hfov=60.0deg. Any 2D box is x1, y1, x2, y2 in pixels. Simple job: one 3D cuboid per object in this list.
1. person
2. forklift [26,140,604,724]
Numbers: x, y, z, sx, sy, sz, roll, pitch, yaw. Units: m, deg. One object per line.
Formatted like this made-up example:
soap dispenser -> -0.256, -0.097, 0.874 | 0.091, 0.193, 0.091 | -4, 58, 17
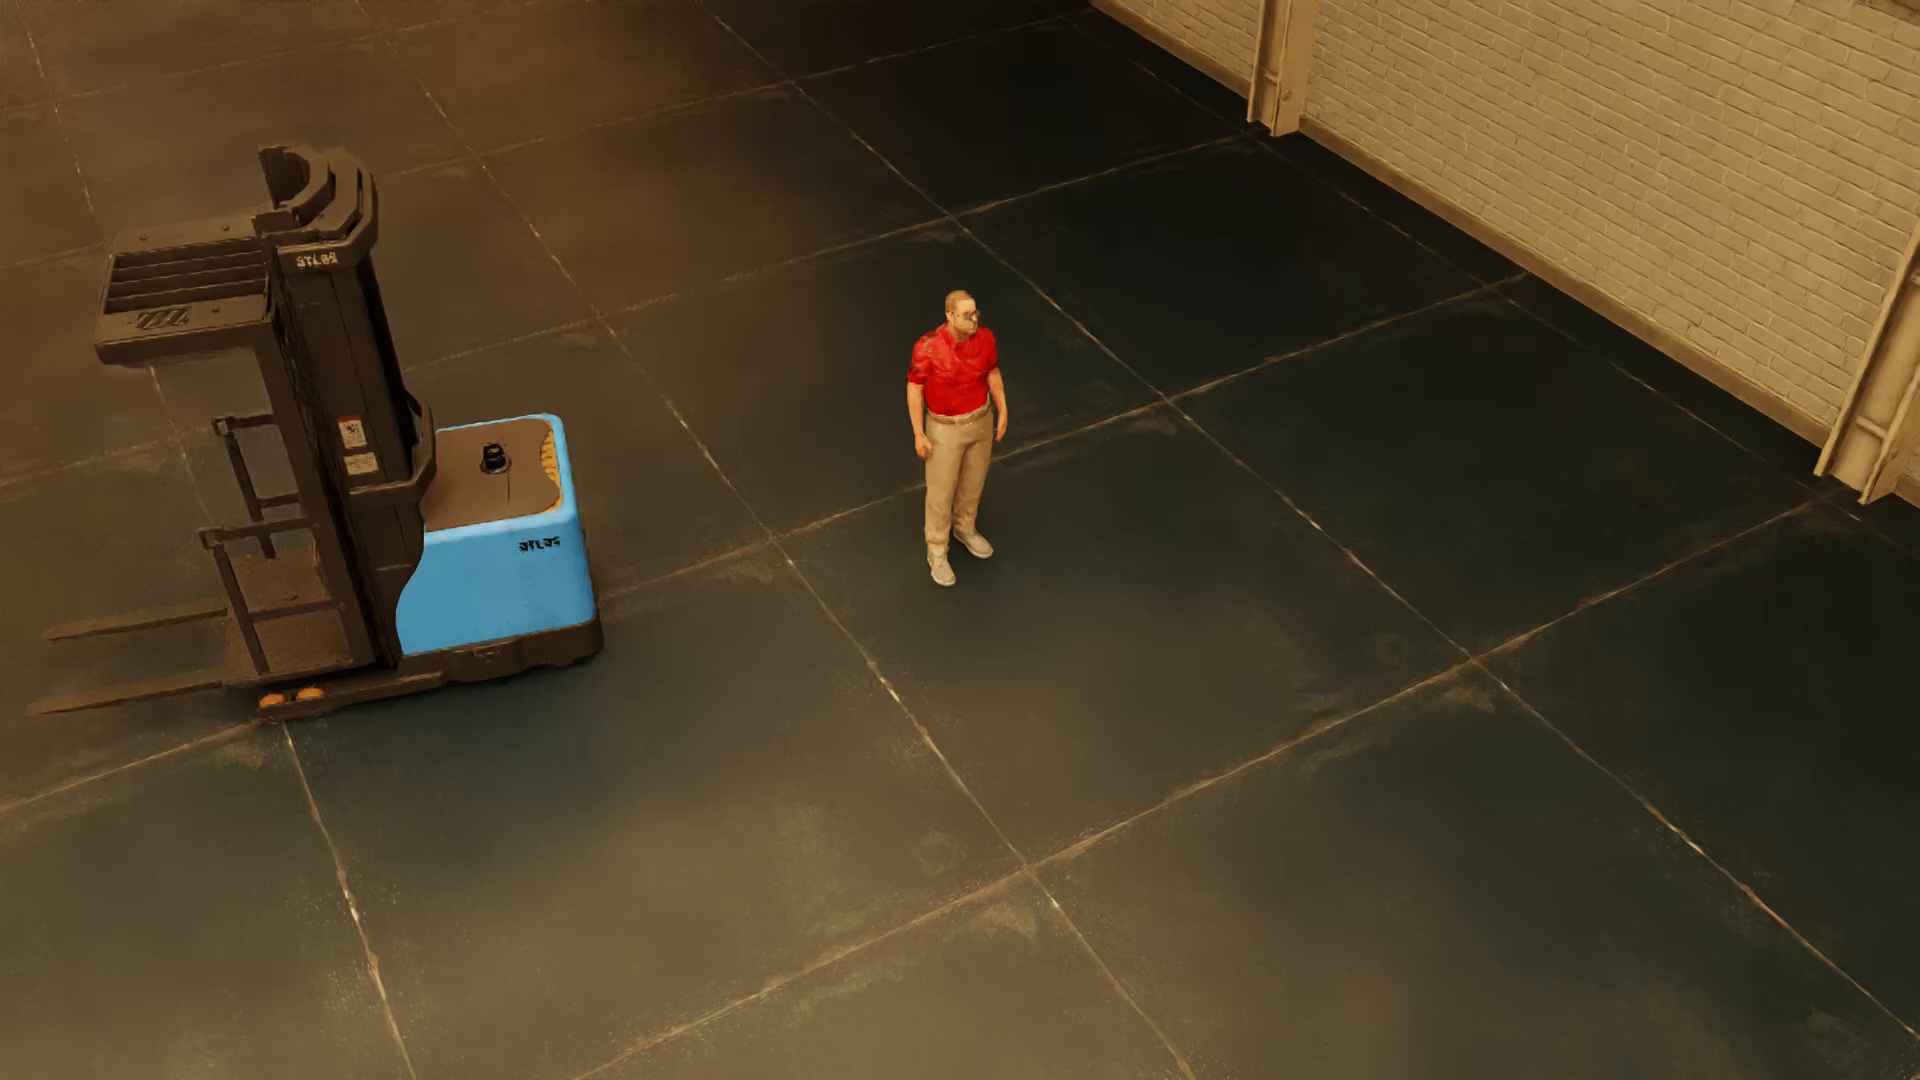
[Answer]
person -> 0.035, -0.618, 9.711 | 0.640, 1.726, 0.550 | -20, 44, -23
forklift -> -3.613, -0.497, 8.635 | 3.031, 2.935, 1.130 | -10, 41, -12
